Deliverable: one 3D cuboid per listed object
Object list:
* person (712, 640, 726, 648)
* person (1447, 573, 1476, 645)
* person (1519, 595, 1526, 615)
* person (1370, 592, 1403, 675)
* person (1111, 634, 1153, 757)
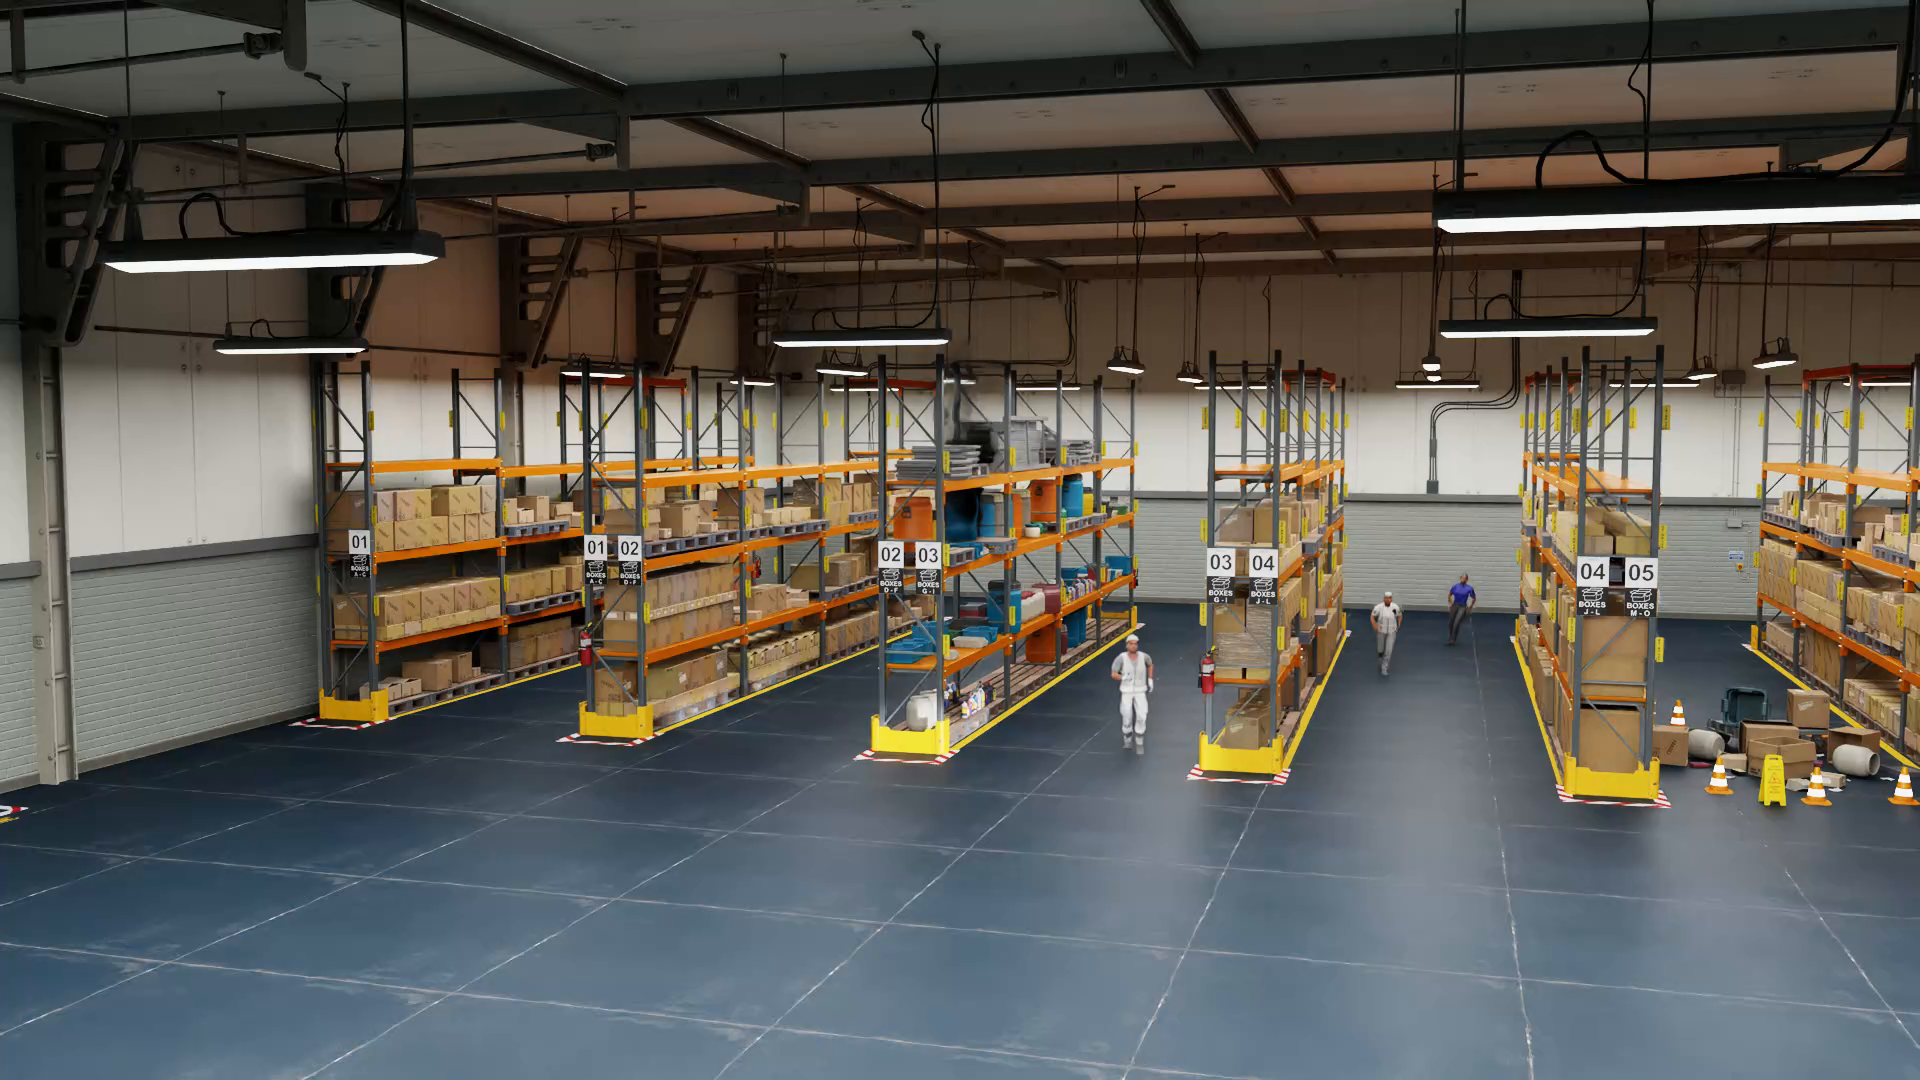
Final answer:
[{"bbox_3d":[-5.293,1.622,35.671,0.688,1.716,0.840,1,4,15],"label":"person"},{"bbox_3d":[11.228,1.540,37.257,0.653,1.600,0.646,2,5,28],"label":"person"},{"bbox_3d":[13.335,1.411,38.784,0.765,1.683,0.655,2,5,31],"label":"person"},{"bbox_3d":[8.486,1.847,33.085,0.626,1.627,0.628,1,4,9],"label":"person"},{"bbox_3d":[2.588,2.327,24.941,0.659,1.831,0.764,0,4,1],"label":"person"}]
